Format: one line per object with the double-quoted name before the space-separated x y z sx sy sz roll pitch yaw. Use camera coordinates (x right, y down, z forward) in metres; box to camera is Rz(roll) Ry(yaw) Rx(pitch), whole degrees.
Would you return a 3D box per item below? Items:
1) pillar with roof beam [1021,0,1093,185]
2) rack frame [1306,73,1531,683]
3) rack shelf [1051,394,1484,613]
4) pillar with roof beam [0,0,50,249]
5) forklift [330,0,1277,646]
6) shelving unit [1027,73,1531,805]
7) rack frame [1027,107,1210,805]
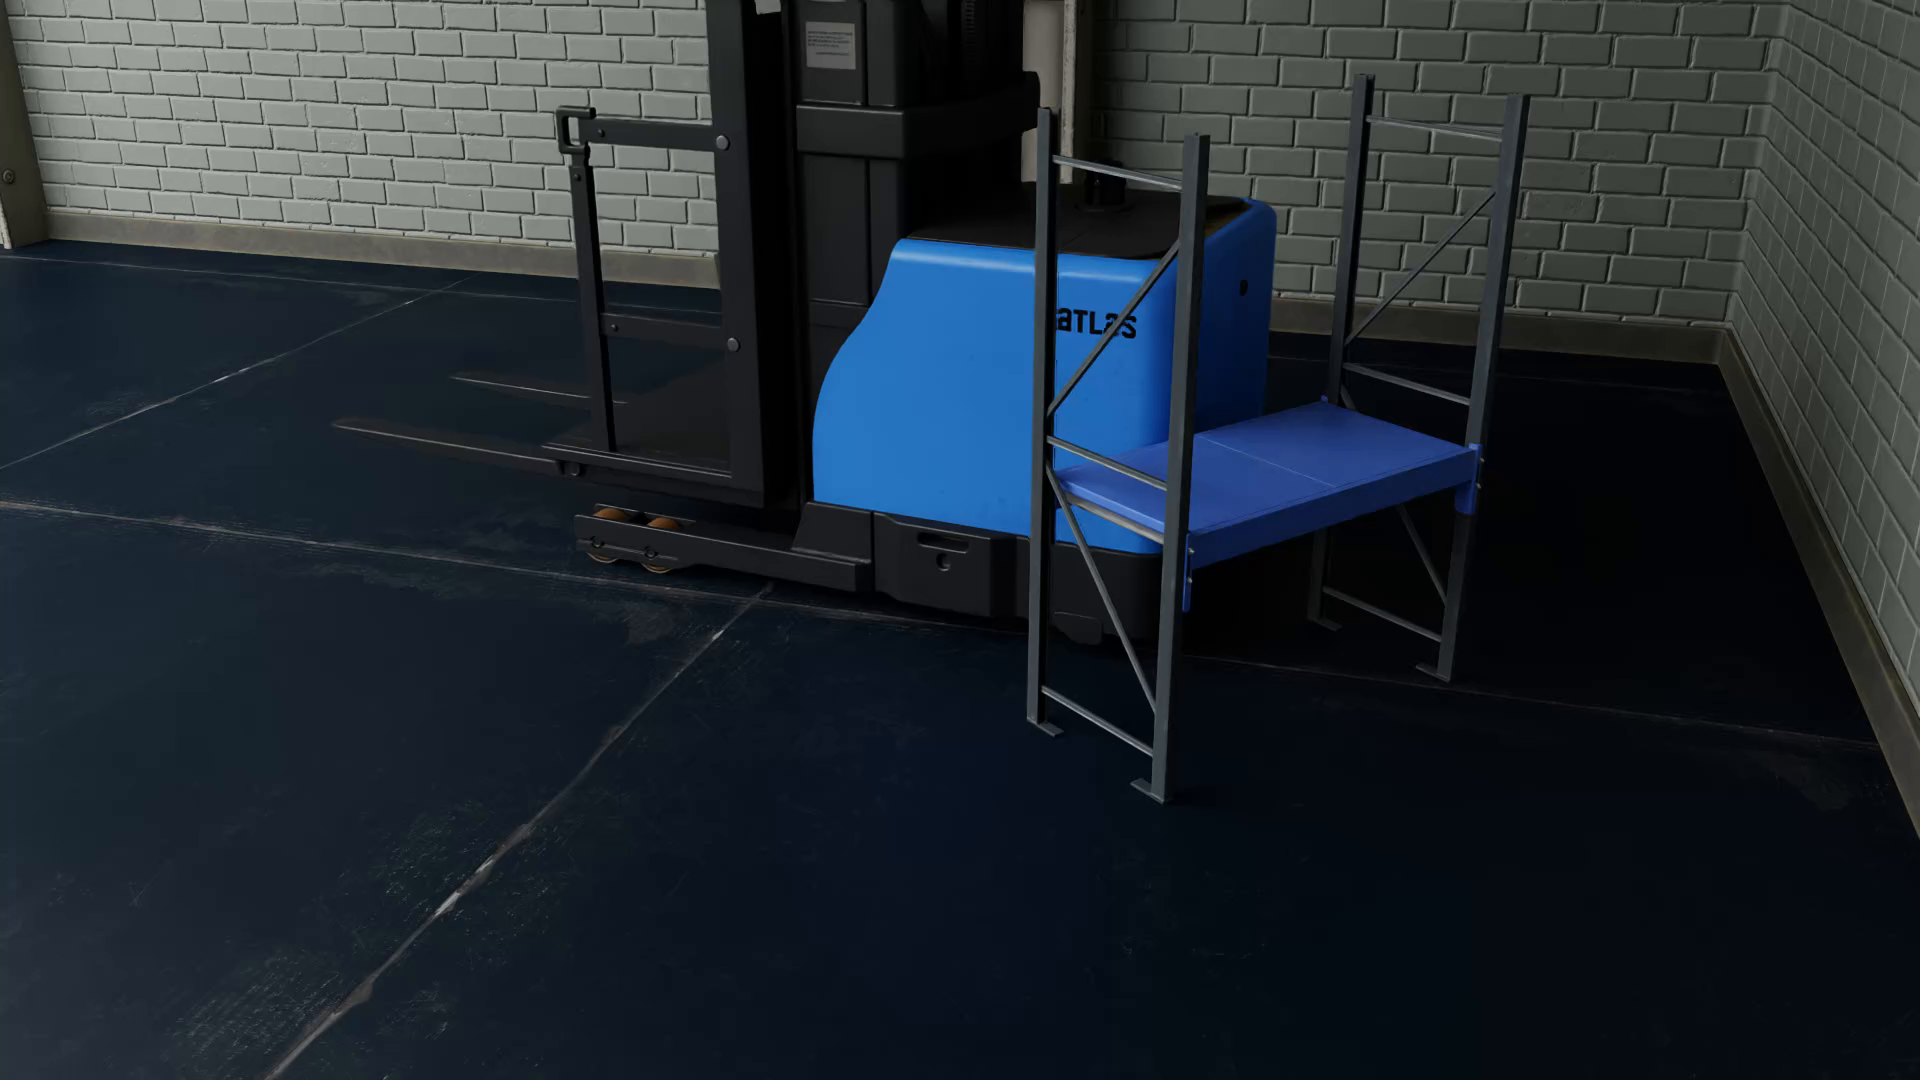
"pillar with roof beam" -0.889 -3.630 2.263 0.400 9.000 9.100 7 23 16
"rack frame" 1.146 -0.398 4.264 0.032 1.500 0.500 -16 27 -33
"rack shelf" 0.737 -0.117 4.053 1.000 0.185 0.538 -16 27 -33
"pillar with roof beam" -6.634 -4.288 3.866 0.400 9.000 9.100 7 23 16
"forklift" -0.621 -1.426 4.883 3.031 2.935 1.130 10 24 22
"shelving unit" 0.737 -0.283 3.985 1.048 1.500 0.538 -16 27 -33
"rack frame" 0.328 -0.169 3.705 0.032 1.500 0.500 -16 27 -33
